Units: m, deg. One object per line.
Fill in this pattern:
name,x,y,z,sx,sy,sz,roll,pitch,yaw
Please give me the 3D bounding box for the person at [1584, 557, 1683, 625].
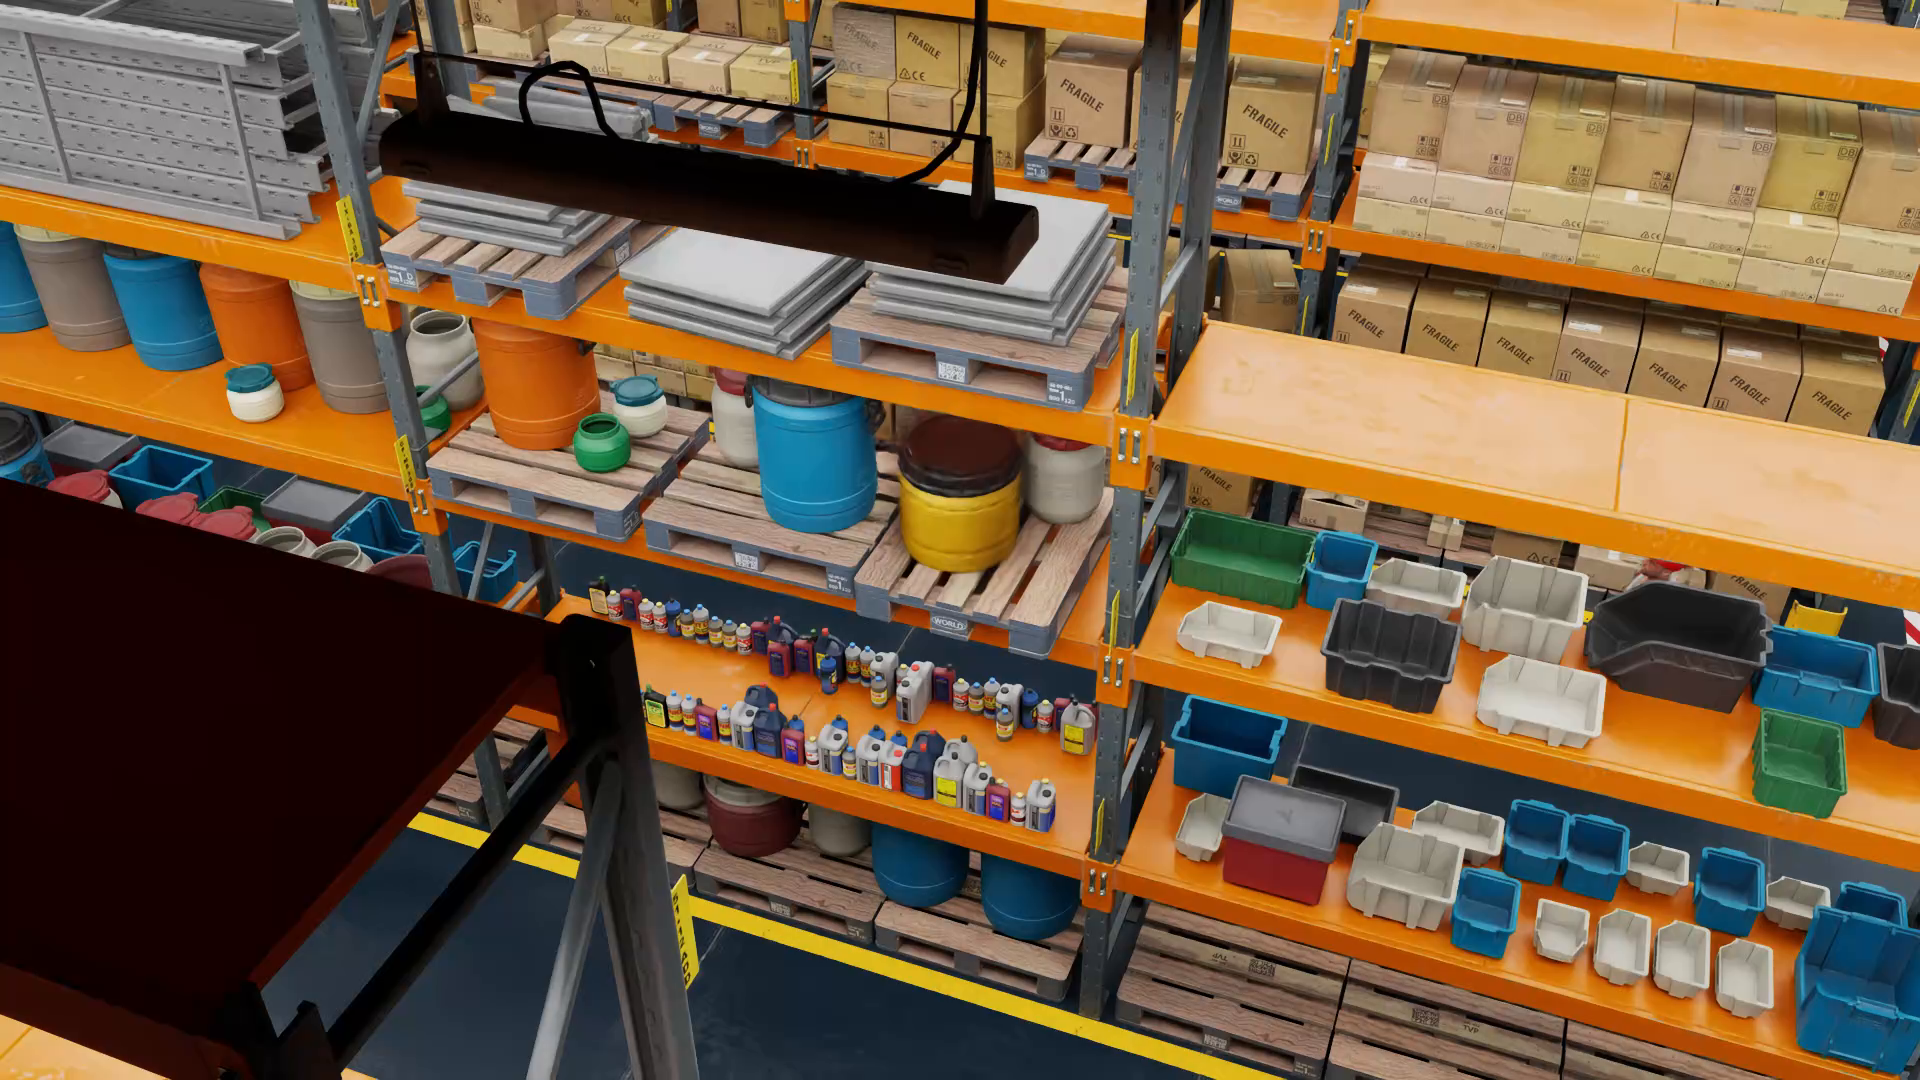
person,4.398,0.679,10.969,1.101,1.696,0.578,11,38,14
